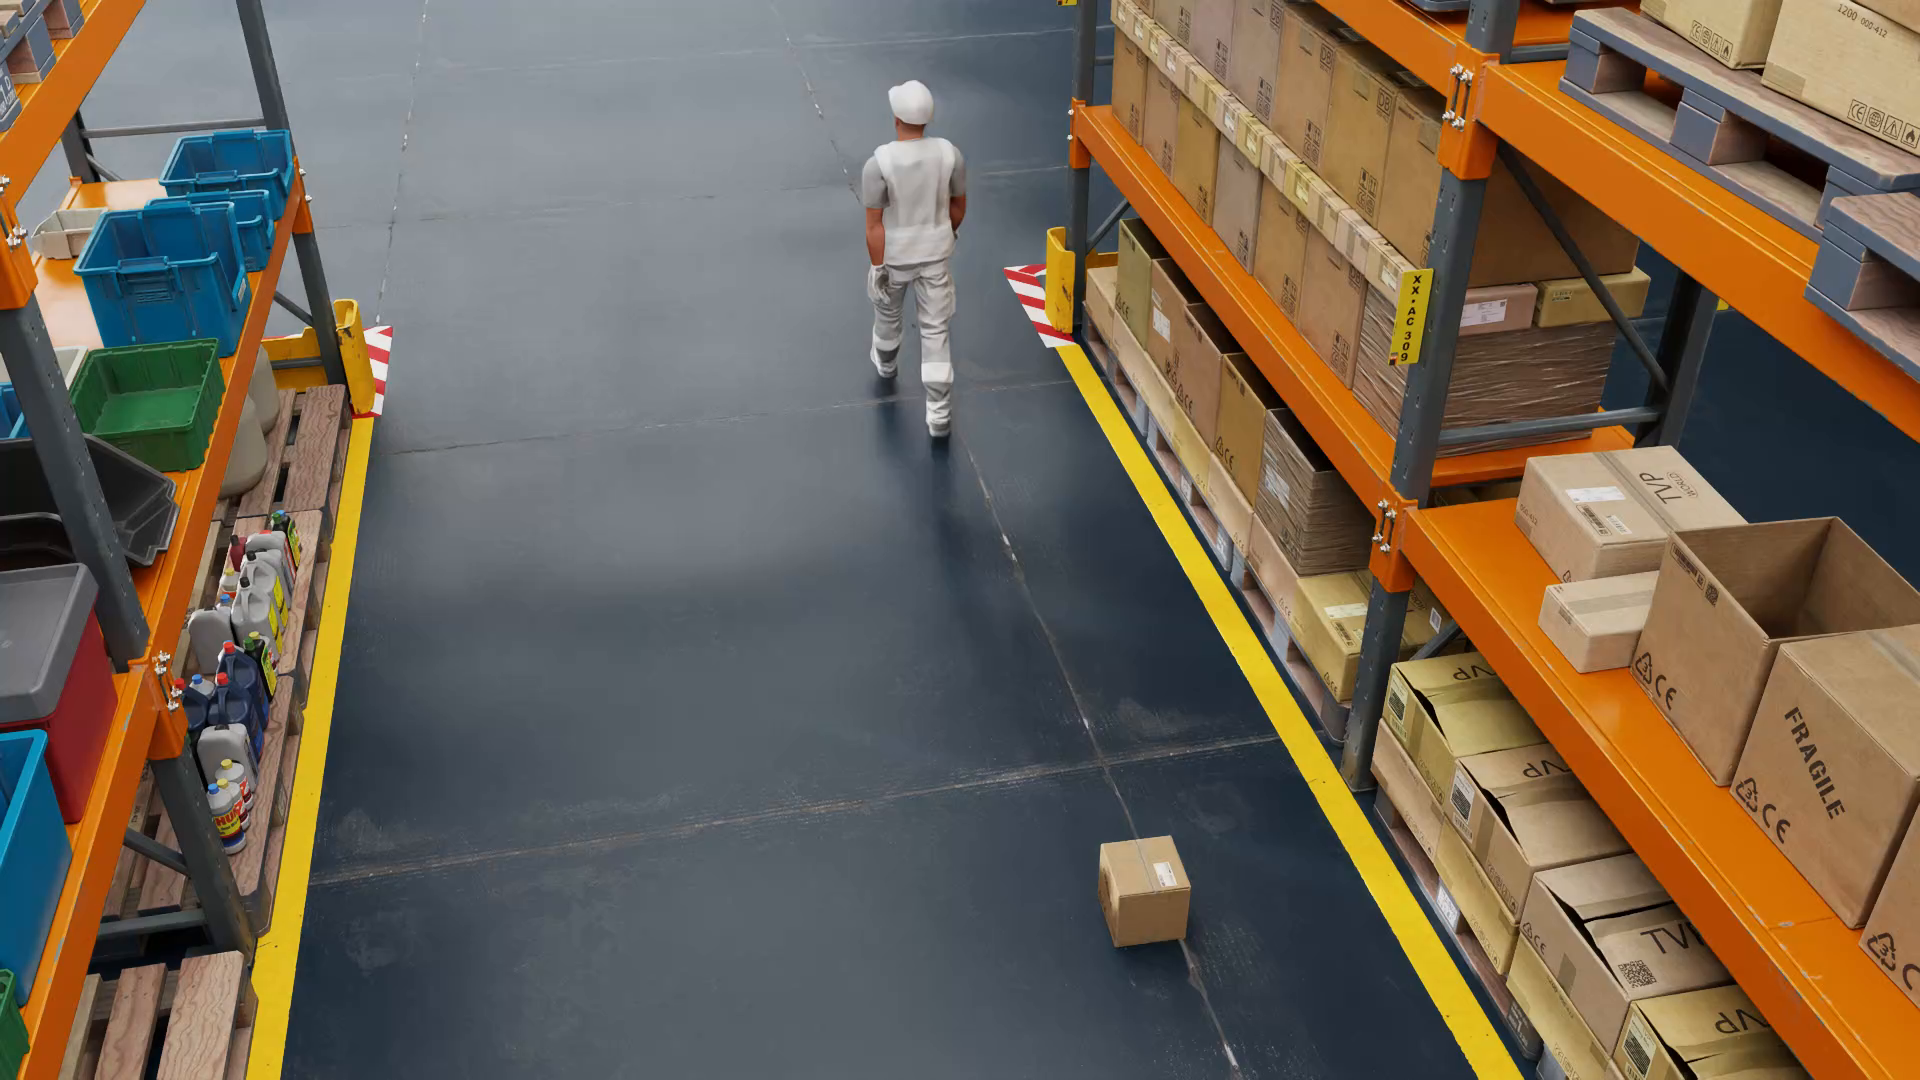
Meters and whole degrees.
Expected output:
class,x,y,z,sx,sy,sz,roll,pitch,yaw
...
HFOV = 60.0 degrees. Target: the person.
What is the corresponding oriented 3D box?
class,x,y,z,sx,sy,sz,roll,pitch,yaw
person,-0.236,-1.471,8.292,0.534,1.736,1.036,-6,34,-9
